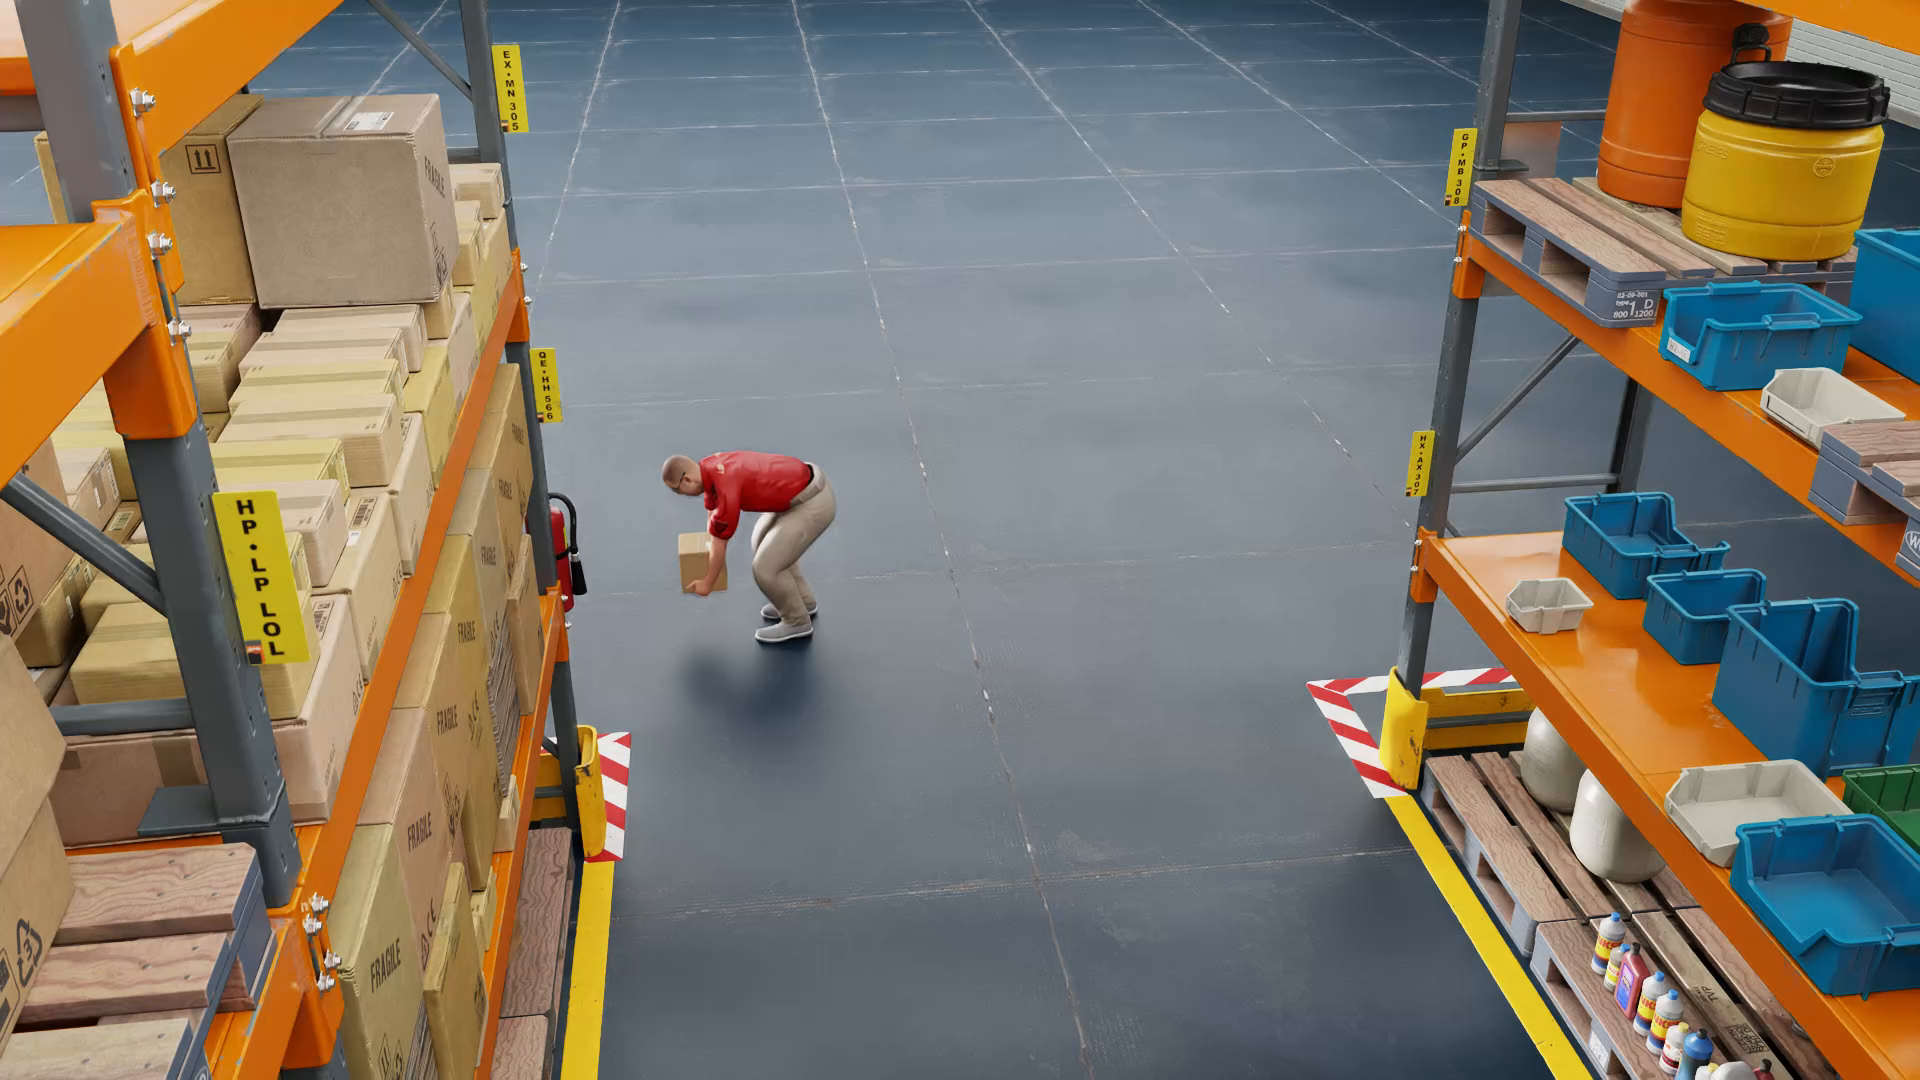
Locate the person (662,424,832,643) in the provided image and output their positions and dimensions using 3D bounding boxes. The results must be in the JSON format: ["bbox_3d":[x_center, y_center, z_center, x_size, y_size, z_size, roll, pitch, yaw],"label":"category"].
[{"bbox_3d":[-1.160,-0.068,9.245,0.897,1.301,0.493,-5,27,-9],"label":"person"}]
